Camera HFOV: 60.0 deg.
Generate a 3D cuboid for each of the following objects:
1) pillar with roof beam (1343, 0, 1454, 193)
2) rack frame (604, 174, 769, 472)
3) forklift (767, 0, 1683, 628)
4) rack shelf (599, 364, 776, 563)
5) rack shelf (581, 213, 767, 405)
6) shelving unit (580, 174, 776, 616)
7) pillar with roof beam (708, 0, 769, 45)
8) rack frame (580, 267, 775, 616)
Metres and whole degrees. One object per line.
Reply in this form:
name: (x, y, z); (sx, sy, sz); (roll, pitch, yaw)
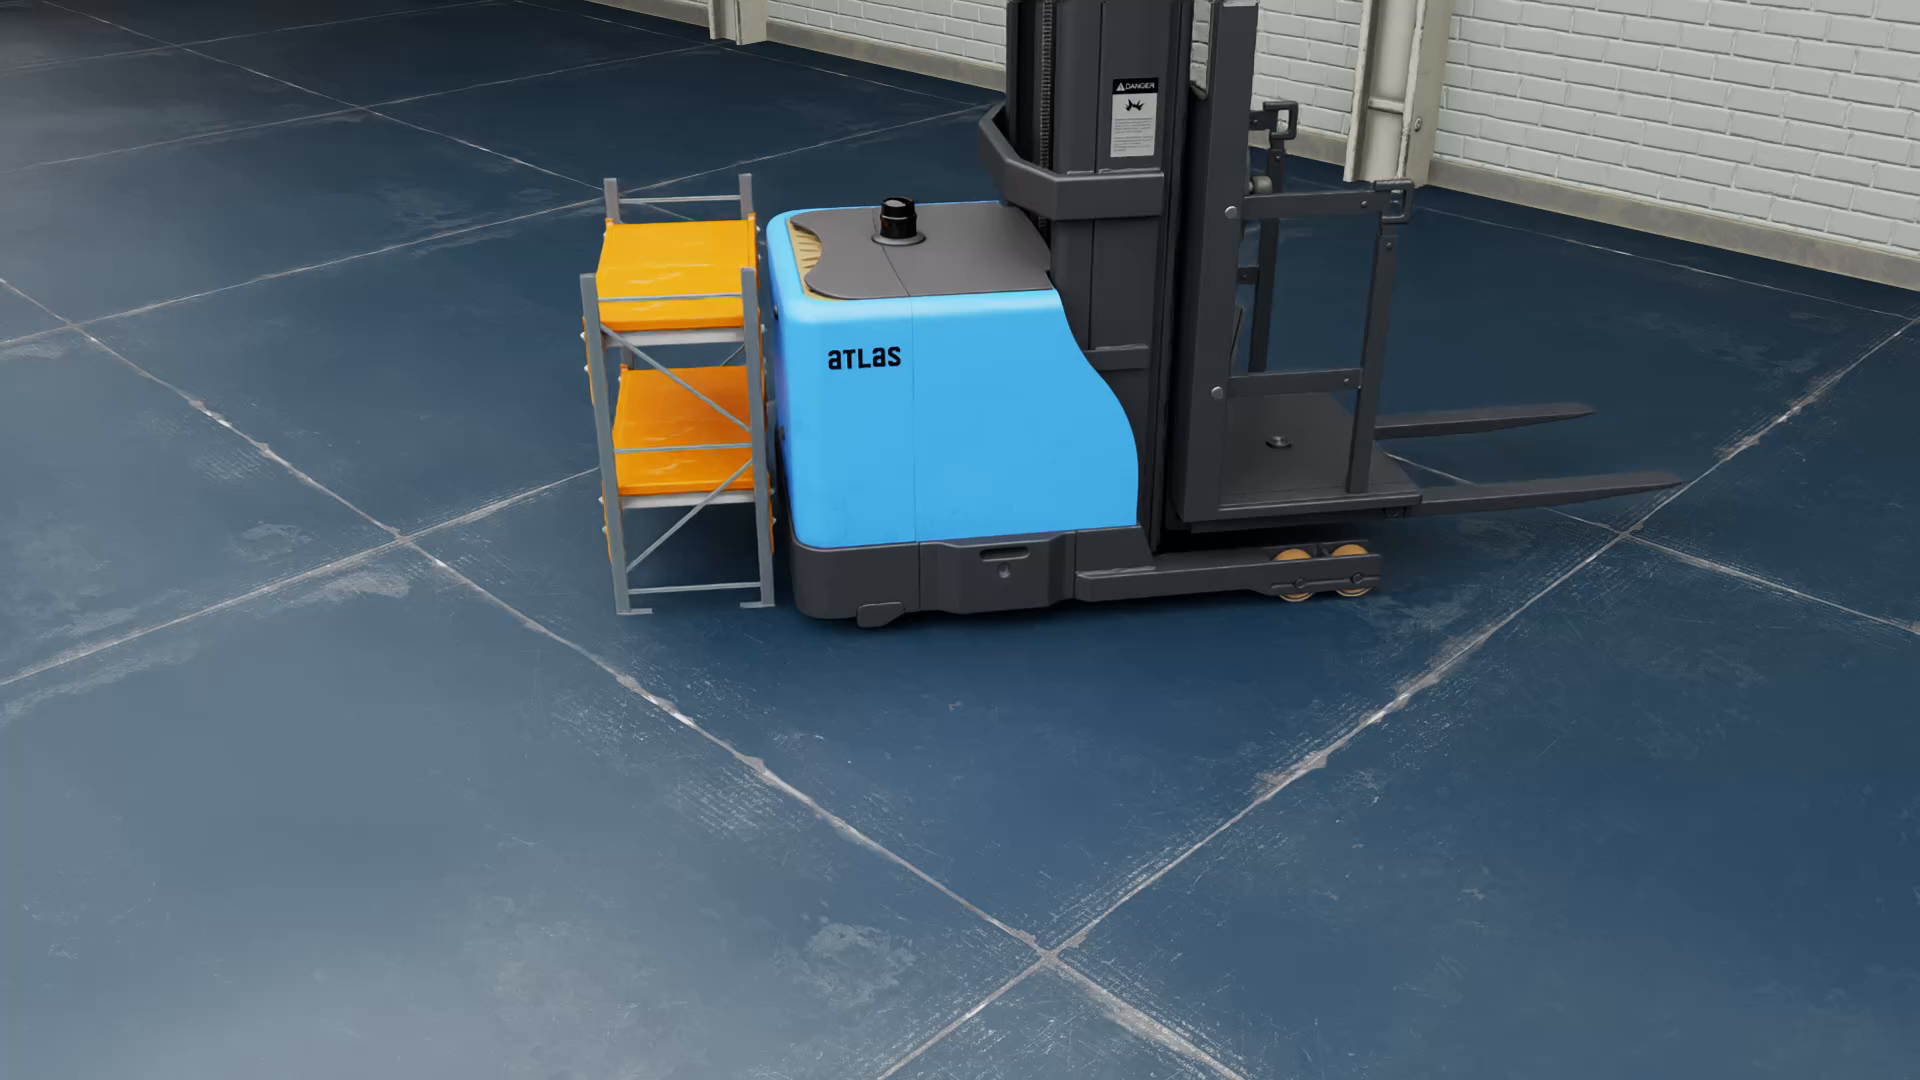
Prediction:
pillar with roof beam: (-0.522, -4.654, 4.932); (0.400, 9.000, 9.100); (25, 36, 38)
rack frame: (-0.967, -0.746, 5.960); (0.500, 1.125, 0.032); (-3, 28, -6)
forklift: (0.912, -1.337, 5.143); (3.031, 2.935, 1.130); (-4, 28, -8)
rack shelf: (-0.905, -0.295, 5.627); (0.538, 0.278, 1.000); (-3, 28, -6)
rack shelf: (-0.905, -0.770, 5.377); (0.538, 0.278, 1.000); (-3, 28, -6)
shelving unit: (-0.905, -0.511, 5.513); (0.538, 1.125, 1.048); (-3, 28, -6)
pillar with roof beam: (-4.800, -6.612, 8.655); (0.400, 9.000, 9.100); (25, 36, 38)
rack frame: (-0.844, -0.276, 5.066); (0.500, 1.125, 0.032); (-3, 28, -6)
